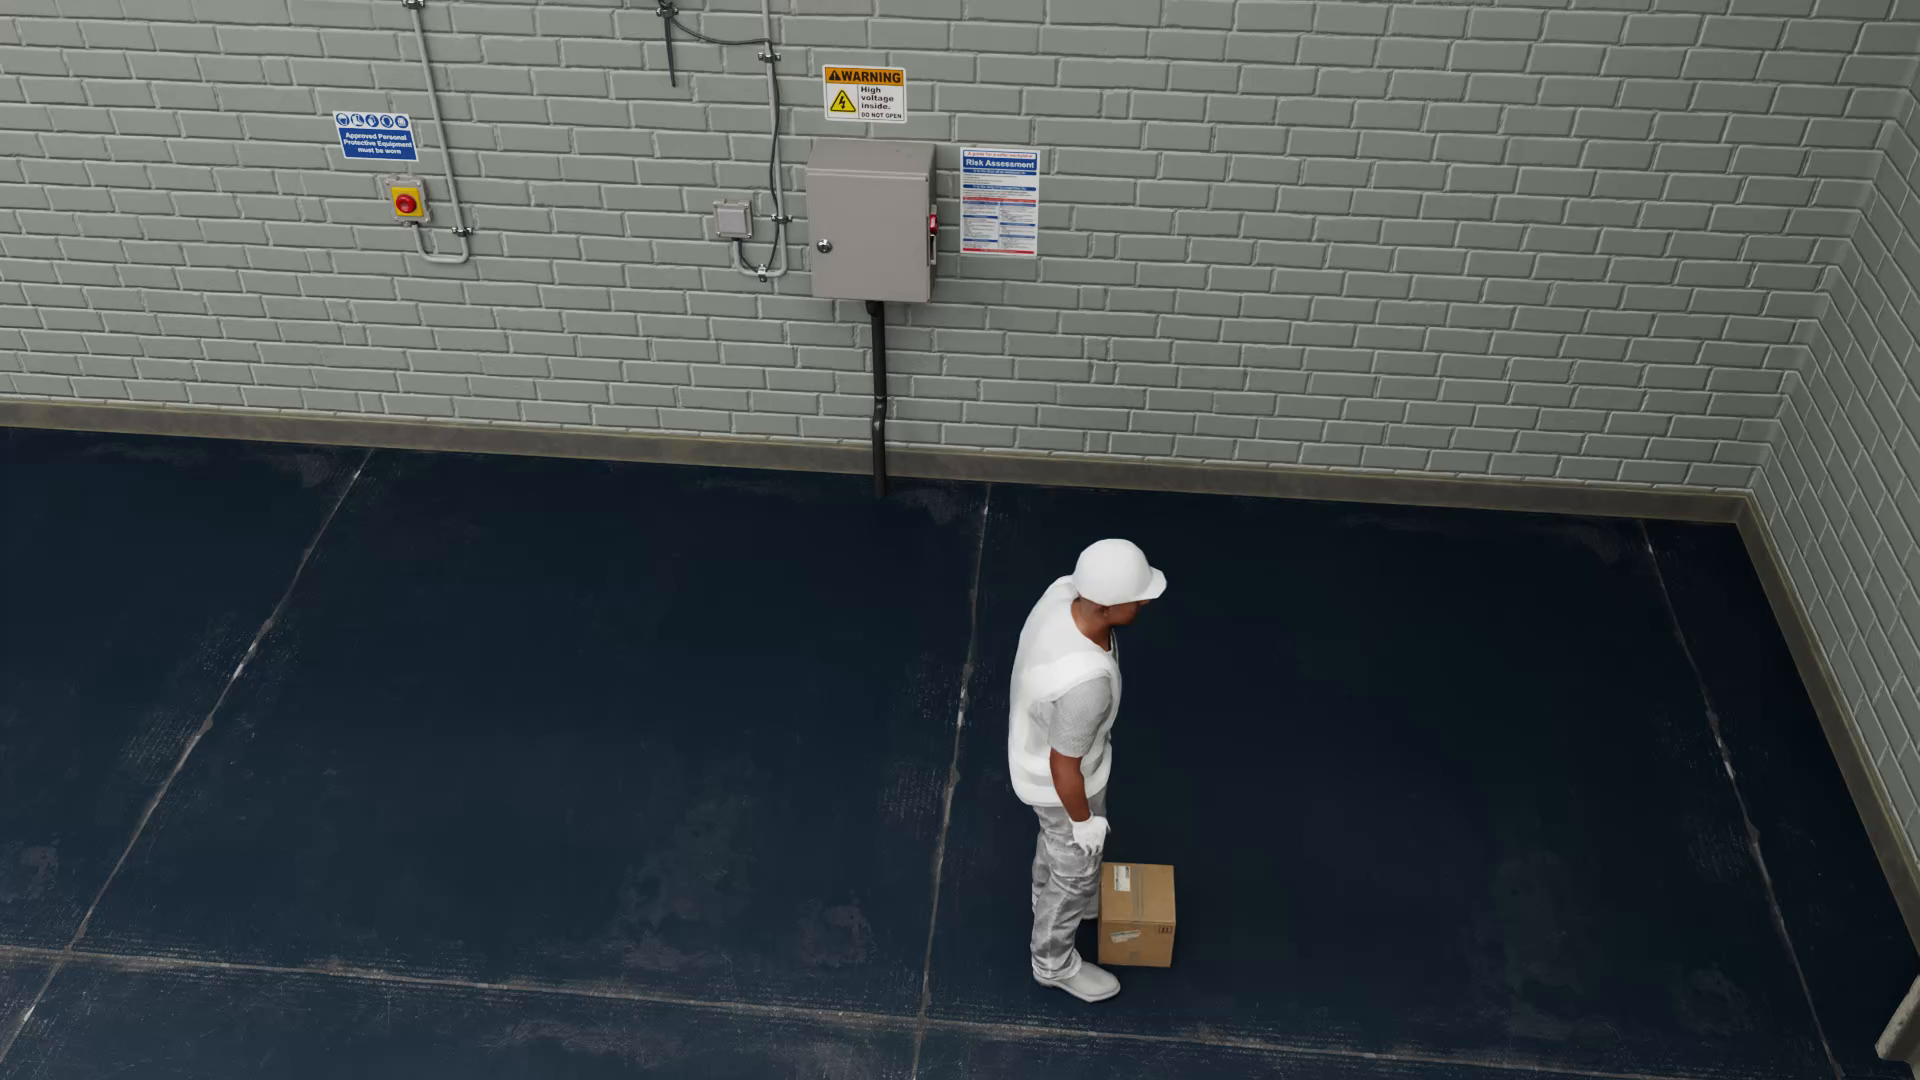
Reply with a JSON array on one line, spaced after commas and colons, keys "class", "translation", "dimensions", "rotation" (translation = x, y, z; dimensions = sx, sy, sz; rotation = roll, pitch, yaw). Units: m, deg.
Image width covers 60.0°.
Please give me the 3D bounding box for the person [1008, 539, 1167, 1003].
[{"class": "person", "translation": [0.375, 0.710, 5.292], "dimensions": [0.447, 1.773, 0.606], "rotation": [2, 40, 2]}]
